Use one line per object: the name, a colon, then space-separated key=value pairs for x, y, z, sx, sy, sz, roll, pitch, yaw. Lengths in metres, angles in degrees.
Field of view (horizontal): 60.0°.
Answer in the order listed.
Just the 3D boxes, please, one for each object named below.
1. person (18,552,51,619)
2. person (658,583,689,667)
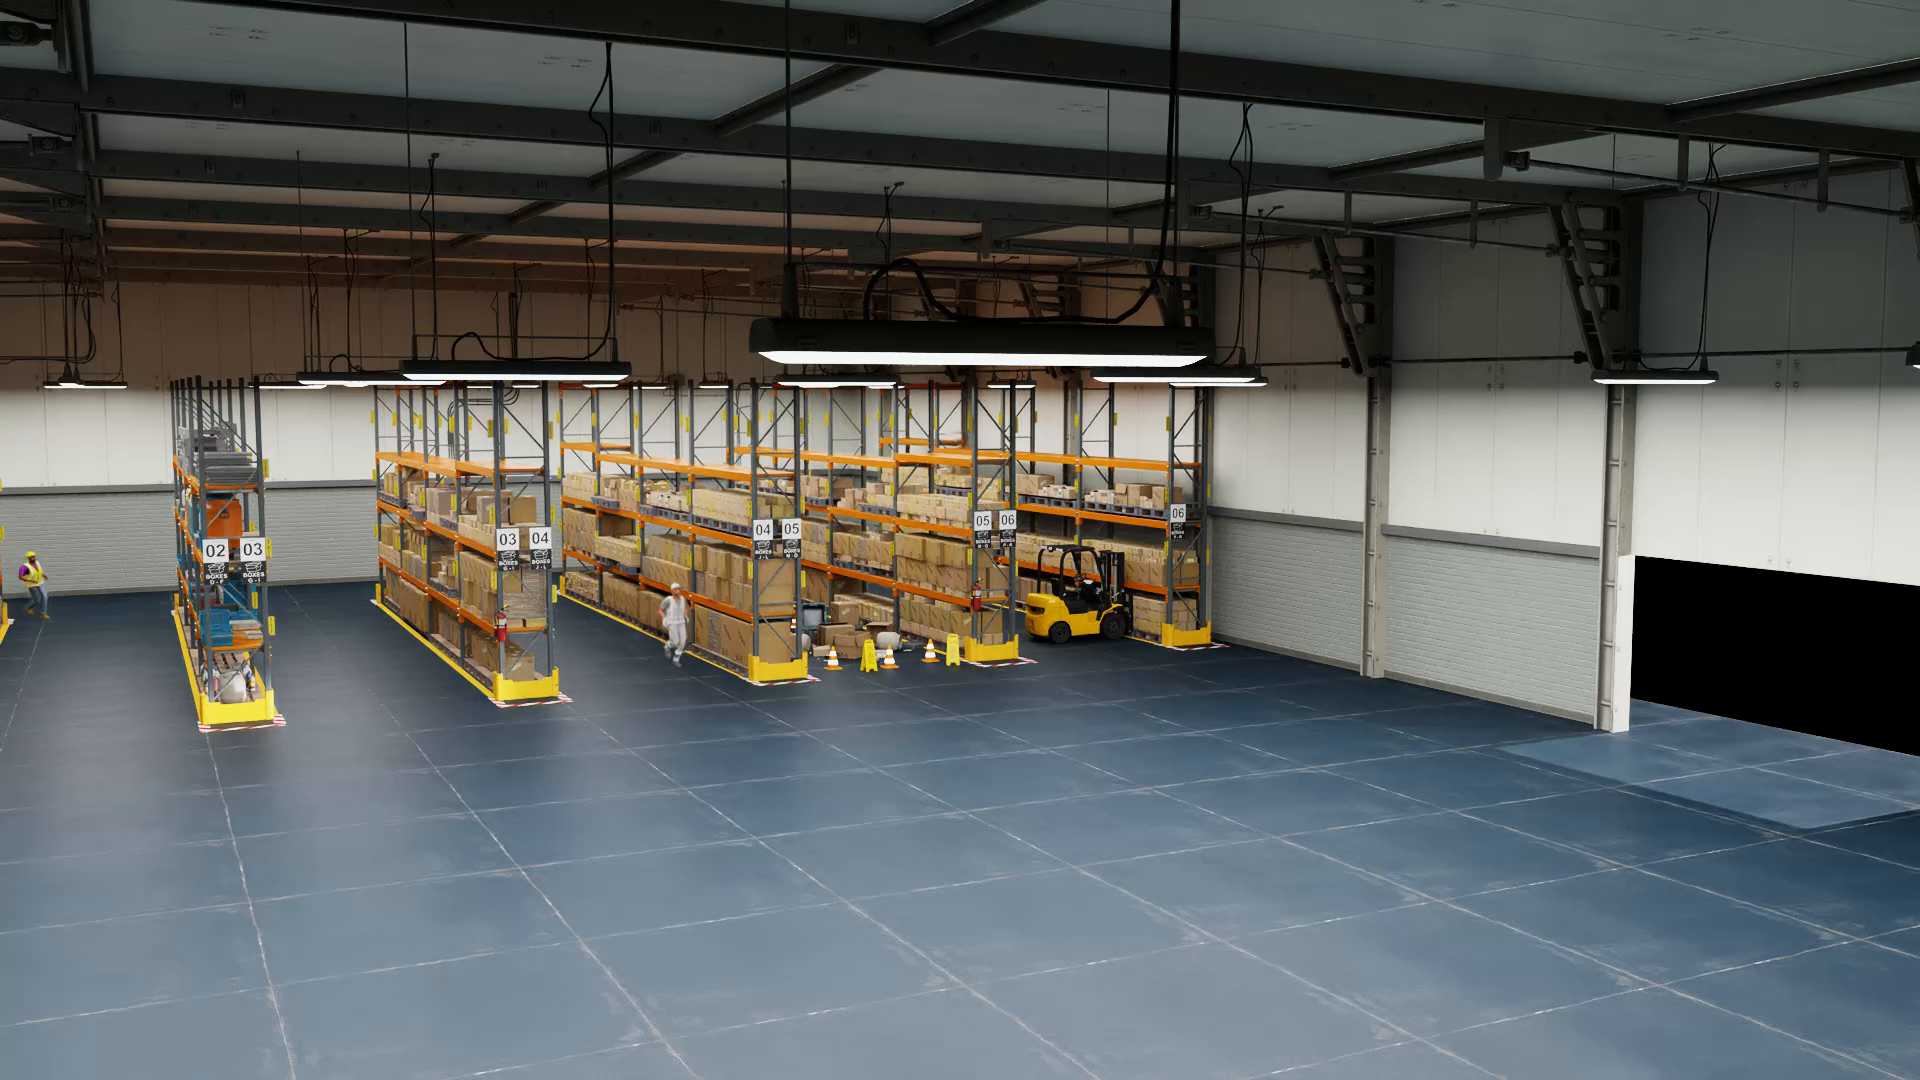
person: x=-23.448 y=1.146 z=42.030 sx=0.725 sy=1.722 sz=0.744 roll=1 pitch=5 yaw=16
person: x=-5.964 y=1.772 z=34.853 sx=0.667 sy=1.751 sz=0.598 roll=-4 pitch=6 yaw=-35
